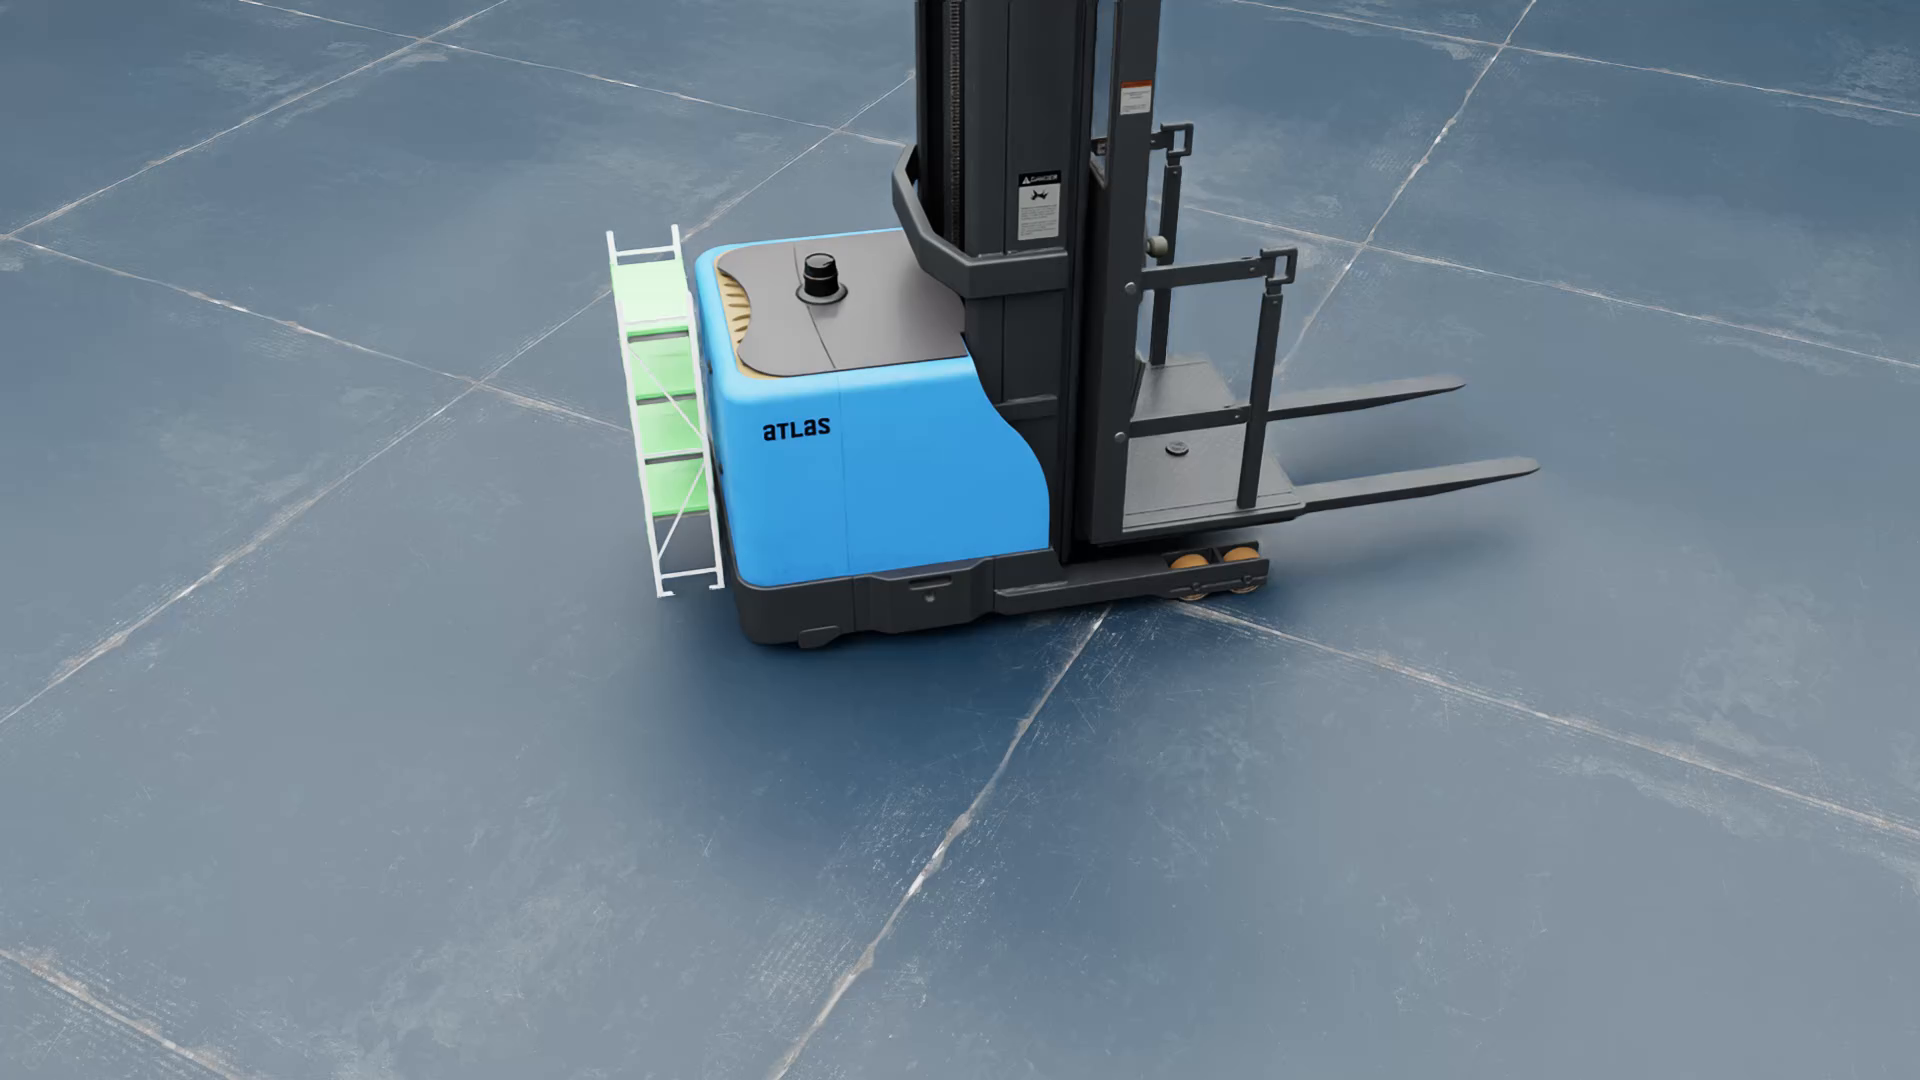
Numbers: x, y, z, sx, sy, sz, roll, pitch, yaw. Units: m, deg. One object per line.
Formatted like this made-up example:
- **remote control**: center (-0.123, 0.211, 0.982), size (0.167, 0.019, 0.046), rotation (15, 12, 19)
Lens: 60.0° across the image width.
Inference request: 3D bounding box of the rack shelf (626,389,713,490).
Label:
- **rack shelf**: center (-1.026, -0.386, 5.871), size (0.258, 0.148, 0.480), rotation (-8, 38, -10)

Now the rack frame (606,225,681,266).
- **rack frame**: center (-1.081, -0.580, 6.022), size (0.240, 1.200, 0.015), rotation (-8, 38, -10)

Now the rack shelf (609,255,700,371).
- **rack shelf**: center (-1.027, -0.768, 5.581), size (0.258, 0.148, 0.480), rotation (-8, 38, -10)

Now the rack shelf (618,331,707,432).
- **rack shelf**: center (-1.027, -0.577, 5.726), size (0.258, 0.148, 0.480), rotation (-8, 38, -10)

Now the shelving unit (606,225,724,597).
- **shelving unit**: center (-1.026, -0.436, 5.832), size (0.258, 1.200, 0.503), rotation (-8, 38, -10)

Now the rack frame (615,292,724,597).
- **rack frame**: center (-0.972, -0.293, 5.643), size (0.240, 1.200, 0.015), rotation (-8, 38, -10)

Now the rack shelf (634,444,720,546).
- **rack shelf**: center (-1.026, -0.194, 6.016), size (0.258, 0.148, 0.480), rotation (-8, 38, -10)

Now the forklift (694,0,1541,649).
- **forklift**: center (0.631, -1.254, 5.478), size (3.031, 2.935, 1.130), rotation (-8, 38, -10)
